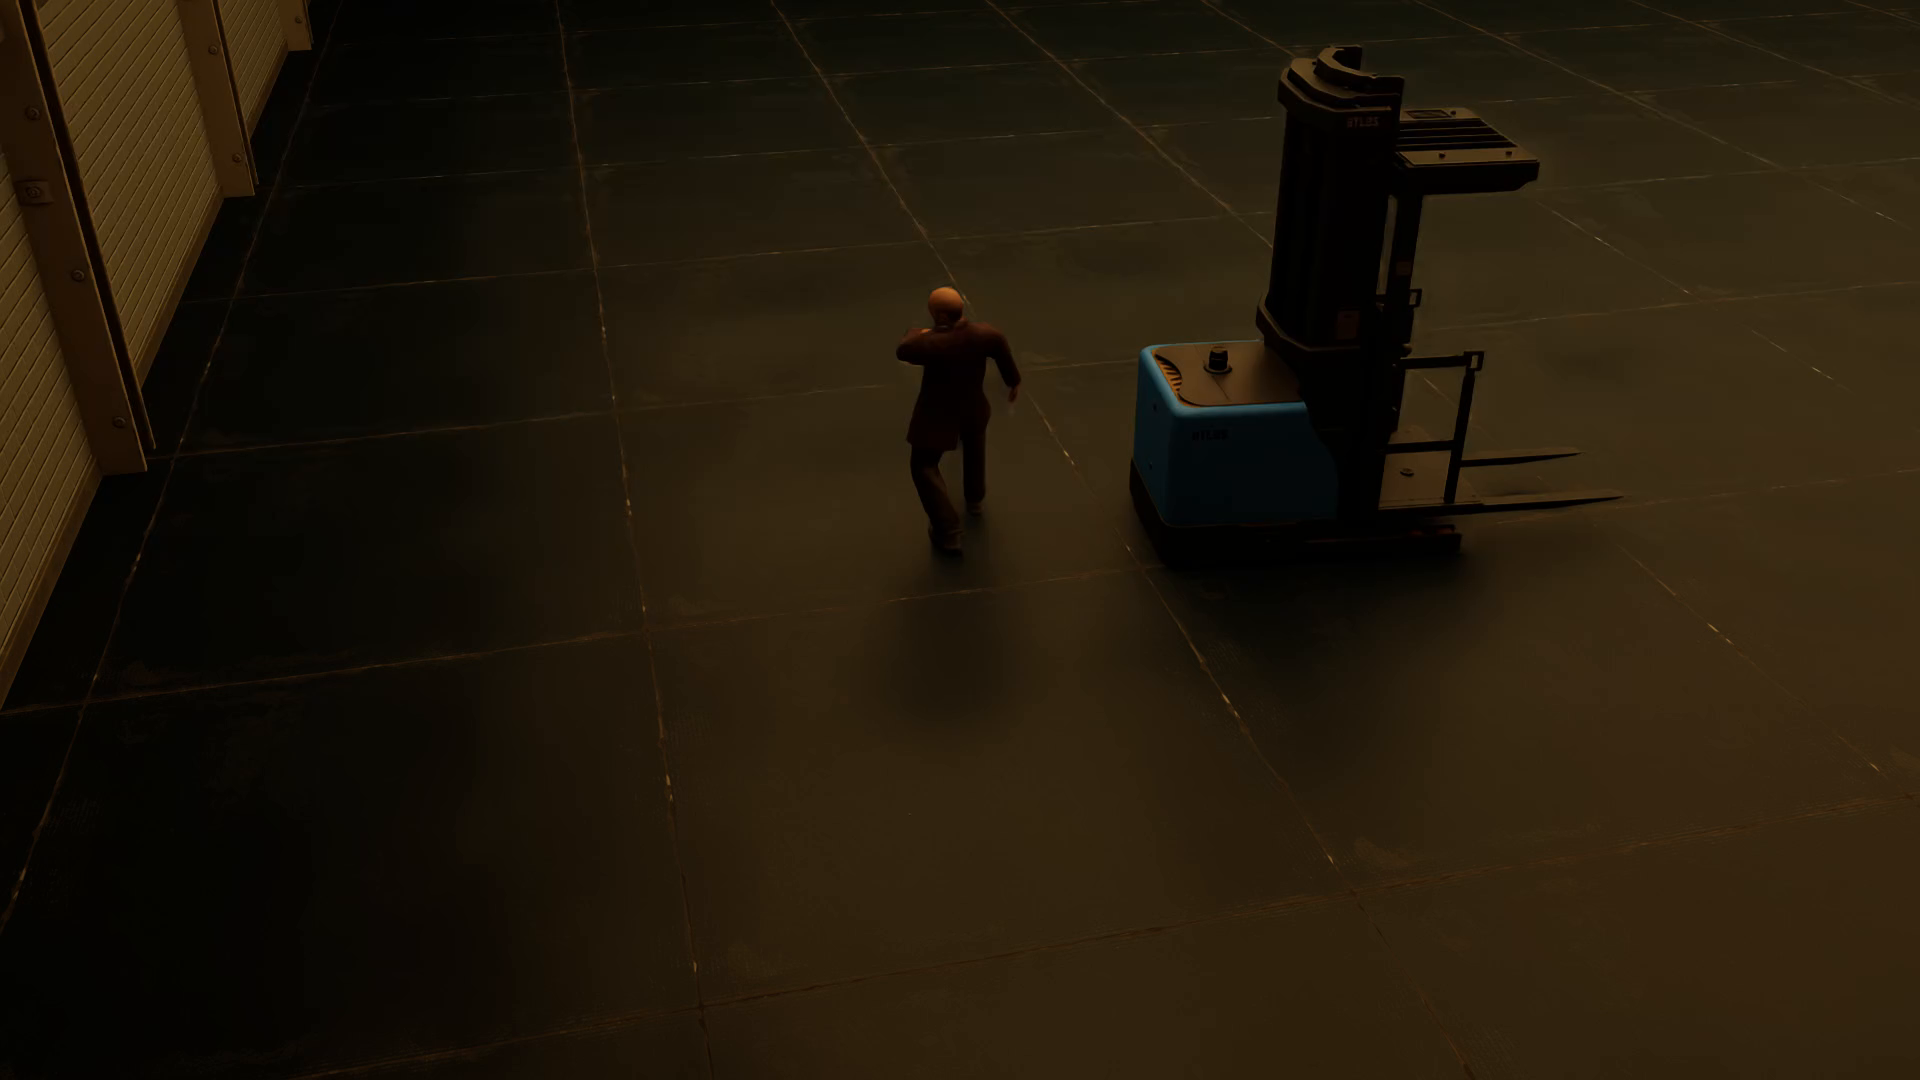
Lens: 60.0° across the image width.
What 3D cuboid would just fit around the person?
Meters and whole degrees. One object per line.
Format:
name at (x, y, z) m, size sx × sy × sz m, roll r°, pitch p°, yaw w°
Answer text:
person at (-0.001, -0.804, 10.424) m, size 0.804 × 1.475 × 0.919 m, roll -17°, pitch 34°, yaw -26°

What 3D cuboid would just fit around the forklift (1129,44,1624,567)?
forklift at (2.670, -1.423, 10.033) m, size 3.031 × 2.935 × 1.130 m, roll -4°, pitch 30°, yaw -6°
